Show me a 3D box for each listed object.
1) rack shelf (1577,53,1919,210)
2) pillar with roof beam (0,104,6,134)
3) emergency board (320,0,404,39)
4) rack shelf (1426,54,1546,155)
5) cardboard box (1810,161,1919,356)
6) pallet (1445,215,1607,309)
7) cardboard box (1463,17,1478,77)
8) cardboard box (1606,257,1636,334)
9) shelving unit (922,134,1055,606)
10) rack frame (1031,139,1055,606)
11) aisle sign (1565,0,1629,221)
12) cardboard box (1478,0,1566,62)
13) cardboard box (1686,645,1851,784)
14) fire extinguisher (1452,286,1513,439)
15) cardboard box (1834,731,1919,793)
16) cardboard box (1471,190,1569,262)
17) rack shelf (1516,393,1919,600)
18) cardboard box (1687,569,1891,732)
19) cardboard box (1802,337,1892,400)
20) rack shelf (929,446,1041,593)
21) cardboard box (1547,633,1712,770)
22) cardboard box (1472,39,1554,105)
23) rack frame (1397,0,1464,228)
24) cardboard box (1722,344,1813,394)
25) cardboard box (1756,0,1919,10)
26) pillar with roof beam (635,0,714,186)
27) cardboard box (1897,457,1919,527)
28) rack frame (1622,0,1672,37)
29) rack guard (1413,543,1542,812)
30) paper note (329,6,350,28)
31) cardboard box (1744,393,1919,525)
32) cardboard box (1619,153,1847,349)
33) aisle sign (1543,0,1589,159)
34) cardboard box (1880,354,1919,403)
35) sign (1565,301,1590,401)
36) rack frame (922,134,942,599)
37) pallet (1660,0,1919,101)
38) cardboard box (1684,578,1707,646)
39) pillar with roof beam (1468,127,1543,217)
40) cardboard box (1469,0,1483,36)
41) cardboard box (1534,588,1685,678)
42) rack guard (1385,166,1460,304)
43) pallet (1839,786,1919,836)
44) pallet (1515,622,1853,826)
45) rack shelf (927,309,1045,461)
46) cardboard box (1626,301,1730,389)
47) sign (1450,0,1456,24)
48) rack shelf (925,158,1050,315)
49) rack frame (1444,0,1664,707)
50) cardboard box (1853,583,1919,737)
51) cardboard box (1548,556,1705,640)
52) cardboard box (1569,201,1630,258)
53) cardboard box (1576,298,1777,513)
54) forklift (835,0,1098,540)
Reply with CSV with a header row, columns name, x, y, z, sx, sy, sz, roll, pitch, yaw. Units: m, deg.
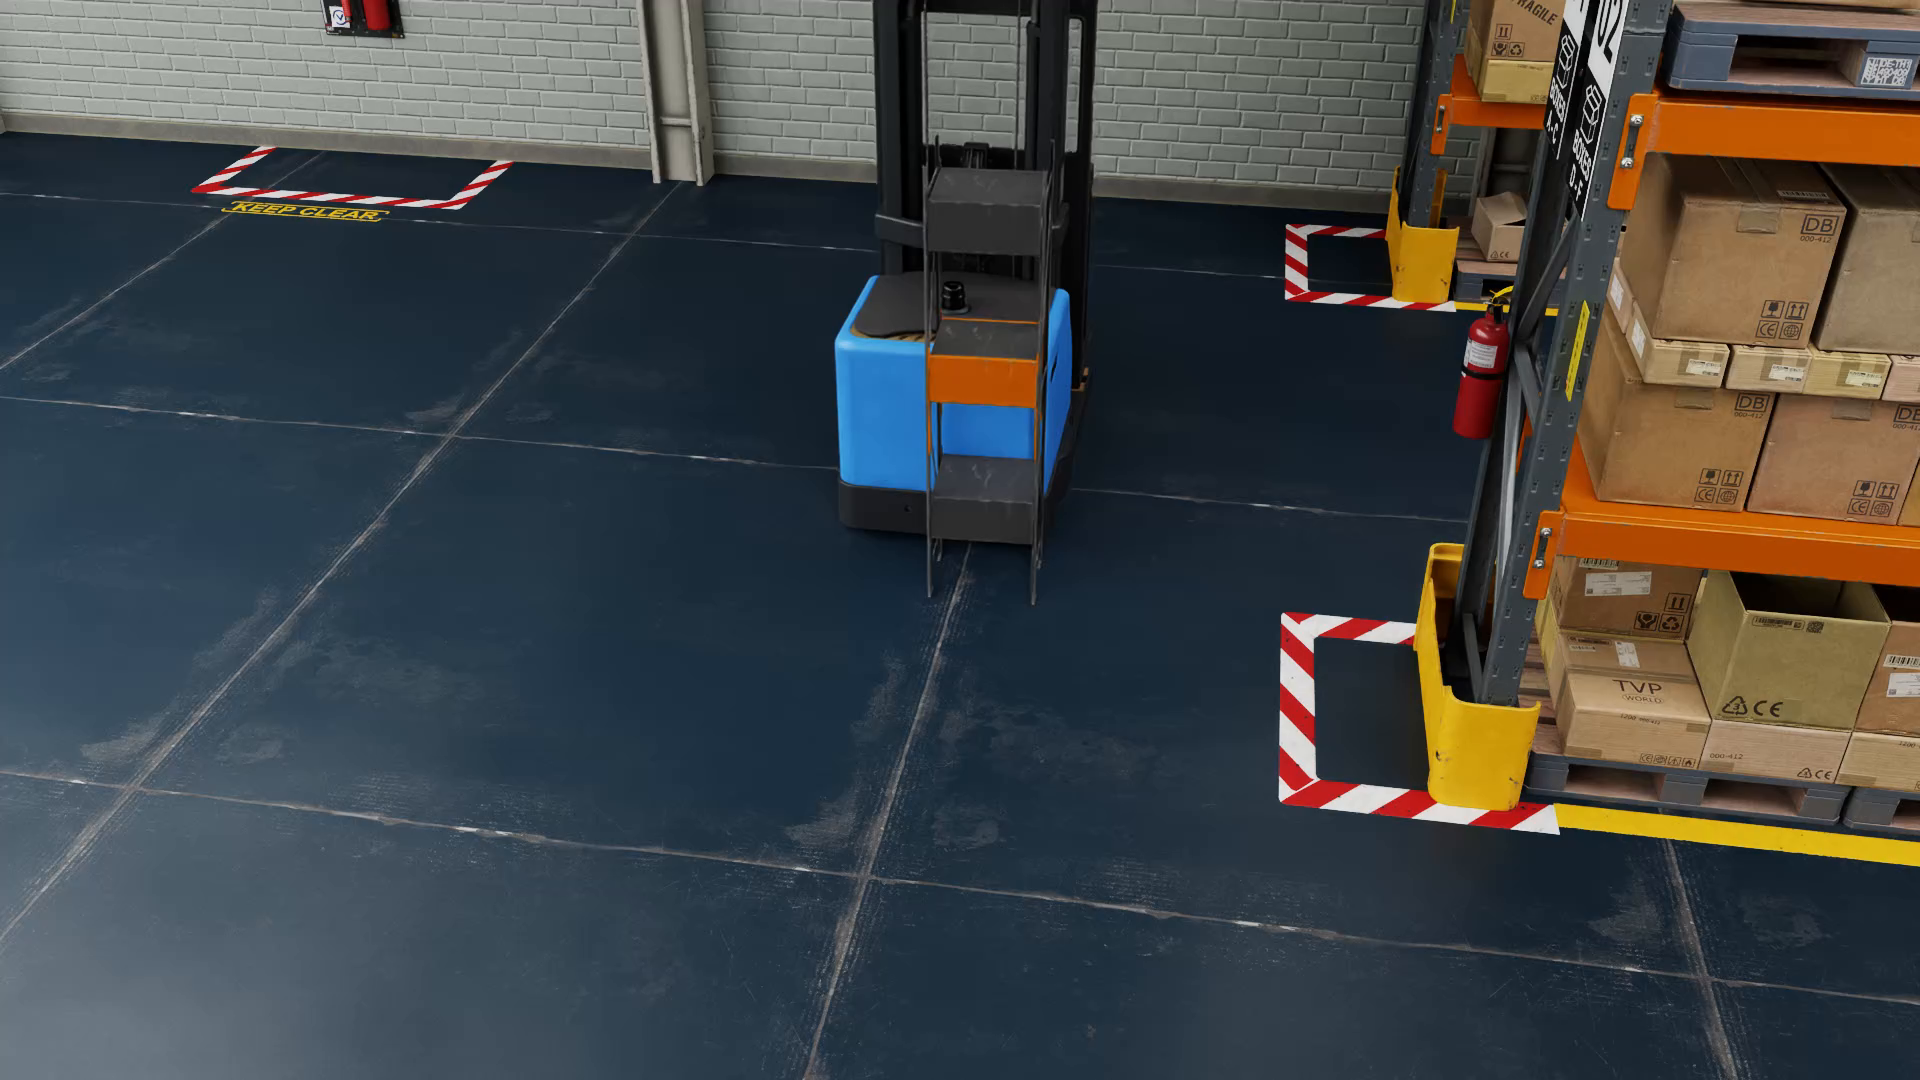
name,x,y,z,sx,sy,sz,roll,pitch,yaw
rack shelf,4.124,-1.305,5.358,4.000,0.370,1.077,5,32,8
pillar with roof beam,-8.735,-4.861,7.534,0.400,9.000,9.100,5,32,8
emergency board,-4.526,-4.274,12.251,0.643,1.169,0.194,5,32,8
rack shelf,4.954,-2.625,10.294,4.000,0.370,1.077,5,32,8
cardboard box,3.182,-1.012,5.723,0.500,0.500,0.700,4,32,7
pallet,3.852,-1.828,10.972,1.213,0.211,1.003,5,32,8
cardboard box,3.476,-3.113,10.518,0.500,0.250,0.500,6,32,9
cardboard box,2.562,-0.900,6.155,0.250,0.149,0.380,5,32,7
shelving unit,0.123,-0.703,7.394,0.503,2.100,0.431,4,32,6
rack frame,0.365,-0.687,7.369,0.015,2.100,0.400,4,32,6
aisle sign,2.037,-1.465,5.312,0.004,0.787,0.394,5,32,8
cardboard box,3.403,-3.171,9.905,0.500,0.500,0.500,5,32,8
cardboard box,3.138,0.678,6.536,0.500,0.250,0.500,5,32,8
fire extinguisher,2.114,-0.738,6.674,0.183,0.674,0.296,5,32,8
cardboard box,3.630,0.722,6.465,0.500,0.250,0.500,5,32,8
cardboard box,3.649,-2.046,10.811,0.500,0.311,0.500,2,32,3
rack shelf,4.124,-0.033,6.154,4.000,0.370,1.077,5,32,8
cardboard box,3.137,0.361,6.336,0.500,0.500,0.500,5,32,8
cardboard box,3.010,-0.641,5.742,0.250,0.149,0.380,5,32,8
rack shelf,0.123,-0.098,7.773,0.480,0.518,0.431,4,32,6
cardboard box,2.644,0.635,6.604,0.500,0.250,0.500,5,32,8
cardboard box,3.410,-2.843,10.088,0.500,0.250,0.500,4,32,7
rack frame,2.983,-3.108,10.388,0.127,3.000,1.000,5,32,8
cardboard box,2.764,-0.664,5.779,0.250,0.149,0.380,4,32,7
cardboard box,2.719,-2.016,5.191,0.637,0.503,0.797,7,33,12
pillar with roof beam,-2.821,-4.325,6.678,0.400,9.000,9.100,5,32,8
cardboard box,3.618,-0.419,5.998,0.500,0.500,0.700,5,32,9
rack frame,2.153,-3.060,4.657,0.127,3.000,1.000,5,32,8
rack guard,2.129,0.541,6.915,0.348,0.500,1.175,5,32,8
paper note,-4.689,-3.953,12.568,0.142,0.148,0.016,5,32,8
cardboard box,3.129,-0.467,6.074,0.500,0.500,0.700,6,33,9
cardboard box,2.663,-1.056,5.793,0.500,0.500,0.700,5,32,8
aisle sign,2.137,-1.778,5.814,0.004,0.787,0.394,5,32,8
cardboard box,3.258,-0.618,5.704,0.250,0.149,0.380,5,32,7
sign,2.054,-0.628,5.535,0.005,0.325,0.100,5,32,8
rack frame,-0.119,-0.719,7.420,0.015,2.100,0.400,4,32,6
pallet,2.845,-1.674,5.354,1.213,0.211,1.003,5,32,8
cardboard box,3.226,0.402,6.976,0.500,0.250,0.500,5,32,8
pillar with roof beam,3.094,-3.789,5.822,0.400,9.000,9.100,5,32,8
cardboard box,3.483,-3.440,10.334,0.500,0.500,0.500,5,32,8
cardboard box,2.731,0.364,7.037,0.500,0.250,0.500,5,32,8
rack guard,3.057,-2.042,11.041,0.348,0.500,1.175,5,32,8
pallet,4.113,0.822,6.738,1.213,0.211,1.003,5,32,8
pallet,2.914,0.711,6.914,1.213,0.211,1.003,5,32,8
rack shelf,0.123,-0.692,7.402,0.480,0.518,0.431,4,32,6
cardboard box,2.503,-0.687,5.814,0.250,0.149,0.380,5,32,8
sign,2.891,-3.191,9.705,0.005,0.325,0.100,5,32,8
rack shelf,0.123,-1.285,7.030,0.480,0.518,0.431,4,32,6
rack frame,2.153,-0.517,6.249,0.127,3.000,1.000,5,32,8
cardboard box,3.632,0.398,6.275,0.500,0.500,0.500,5,32,8
cardboard box,2.732,0.045,6.840,0.500,0.500,0.500,5,32,8
cardboard box,4.211,-1.995,10.730,0.500,0.311,0.500,8,33,12
cardboard box,2.611,-0.511,6.145,0.500,0.500,0.700,5,32,8
forklift,0.162,-1.993,8.671,1.130,2.935,3.031,5,32,8
